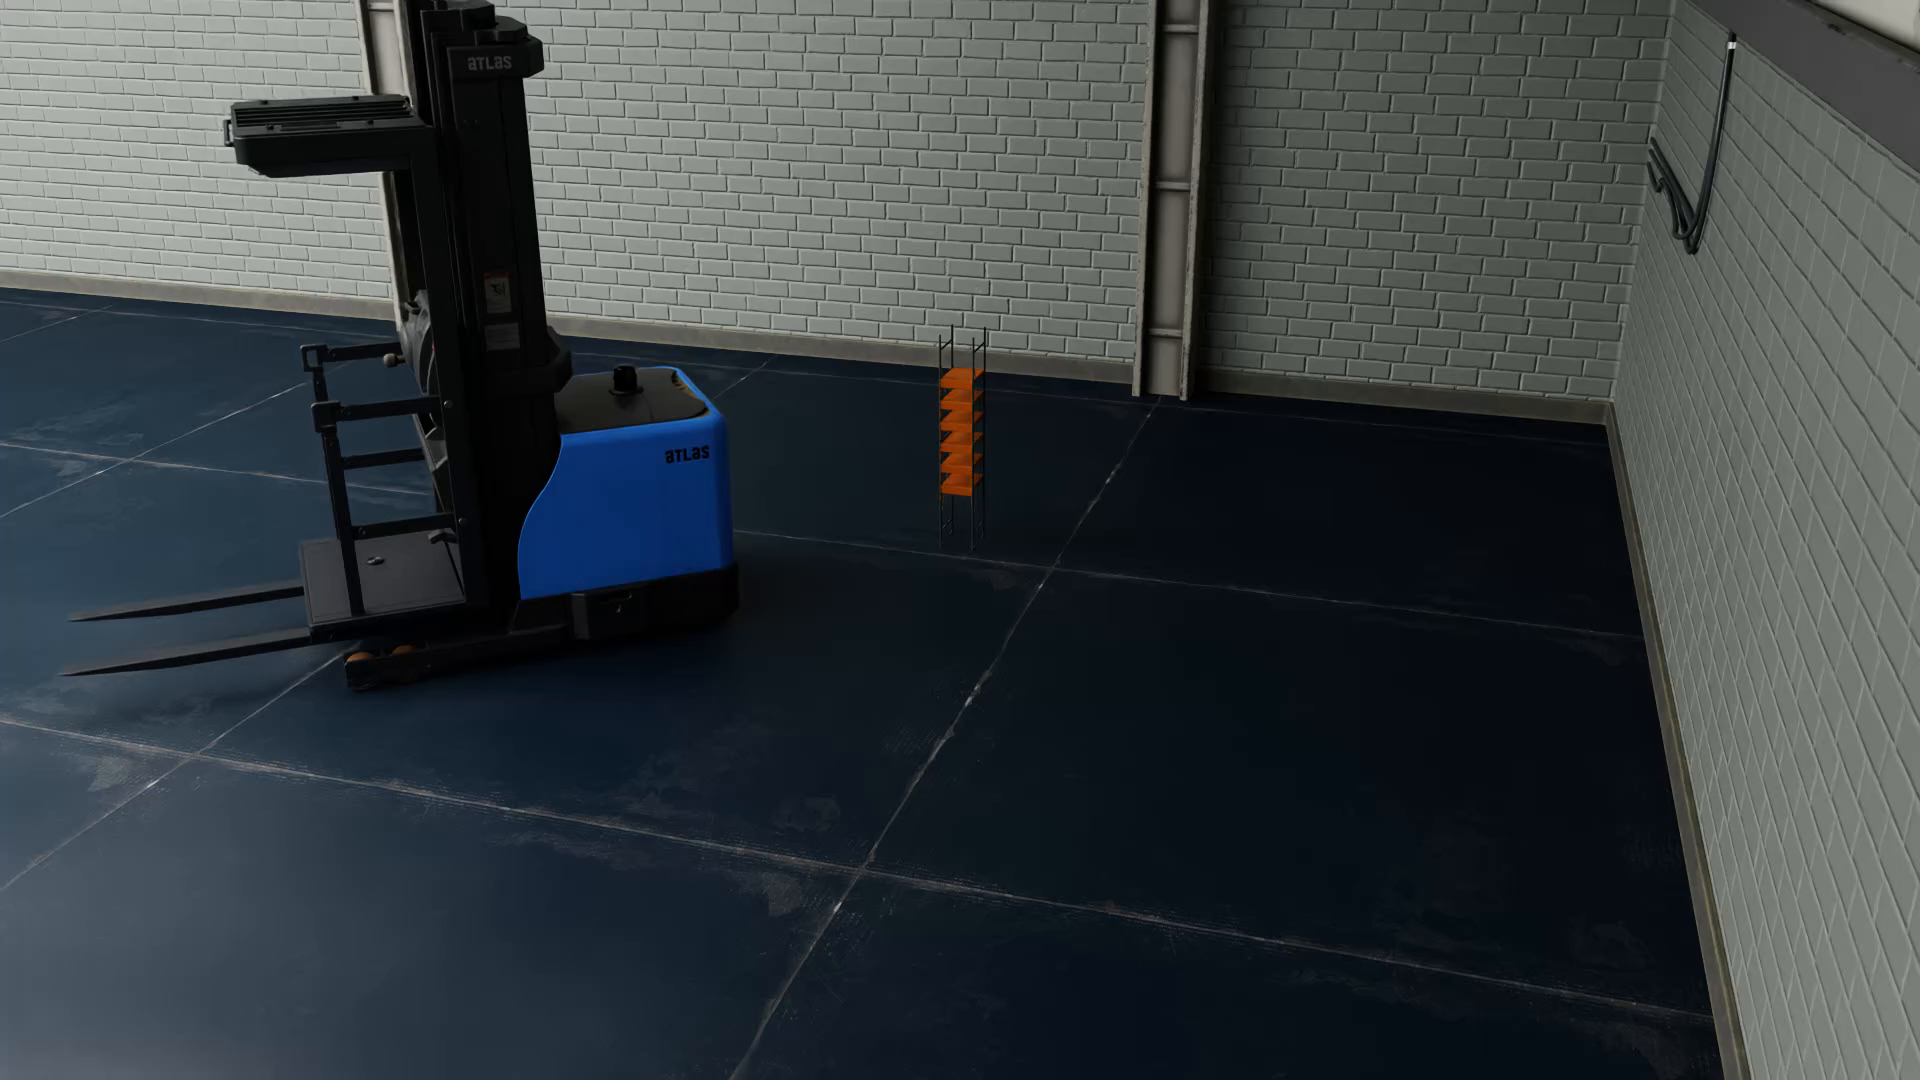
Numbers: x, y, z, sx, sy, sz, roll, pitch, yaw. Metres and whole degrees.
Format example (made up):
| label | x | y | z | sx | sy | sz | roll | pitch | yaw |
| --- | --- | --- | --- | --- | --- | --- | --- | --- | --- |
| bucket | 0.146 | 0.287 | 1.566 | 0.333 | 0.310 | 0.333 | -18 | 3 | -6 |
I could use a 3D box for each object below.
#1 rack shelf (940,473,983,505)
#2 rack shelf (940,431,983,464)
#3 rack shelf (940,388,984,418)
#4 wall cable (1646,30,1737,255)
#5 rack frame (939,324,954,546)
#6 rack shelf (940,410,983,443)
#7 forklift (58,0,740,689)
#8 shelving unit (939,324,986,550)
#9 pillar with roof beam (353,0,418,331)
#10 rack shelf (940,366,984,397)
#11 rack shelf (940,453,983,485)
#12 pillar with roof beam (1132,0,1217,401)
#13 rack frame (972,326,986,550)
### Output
| label | x | y | z | sx | sy | sz | roll | pitch | yaw |
| --- | --- | --- | --- | --- | --- | --- | --- | --- | --- |
| rack shelf | 0.014 | -0.290 | 9.146 | 0.180 | 0.103 | 0.258 | 7 | 23 | 15 |
| rack shelf | 0.014 | -0.512 | 9.055 | 0.180 | 0.103 | 0.258 | 7 | 23 | 15 |
| rack shelf | 0.014 | -0.734 | 8.964 | 0.180 | 0.103 | 0.258 | 7 | 23 | 15 |
| wall cable | 3.889 | -2.978 | 8.764 | 0.112 | 2.526 | 3.097 | 7 | 23 | 16 |
| rack frame | -0.074 | -0.564 | 9.063 | 0.006 | 1.200 | 0.240 | 7 | 23 | 15 |
| rack shelf | 0.014 | -0.623 | 9.010 | 0.180 | 0.103 | 0.258 | 7 | 23 | 15 |
| forklift | -2.664 | -0.900 | 7.603 | 3.031 | 2.935 | 1.130 | -9 | 24 | -21 |
| shelving unit | 0.014 | -0.554 | 9.038 | 0.189 | 1.200 | 0.258 | 7 | 23 | 15 |
| pillar with roof beam | -5.537 | -4.312 | 7.924 | 0.400 | 9.000 | 9.100 | 7 | 23 | 16 |
| rack shelf | 0.014 | -0.845 | 8.919 | 0.180 | 0.103 | 0.258 | 7 | 23 | 15 |
| rack shelf | 0.014 | -0.401 | 9.101 | 0.180 | 0.103 | 0.258 | 7 | 23 | 15 |
| pillar with roof beam | 0.207 | -3.654 | 6.320 | 0.400 | 9.000 | 9.100 | 7 | 23 | 16 |
| rack frame | 0.101 | -0.543 | 9.014 | 0.006 | 1.200 | 0.240 | 7 | 23 | 15 |
